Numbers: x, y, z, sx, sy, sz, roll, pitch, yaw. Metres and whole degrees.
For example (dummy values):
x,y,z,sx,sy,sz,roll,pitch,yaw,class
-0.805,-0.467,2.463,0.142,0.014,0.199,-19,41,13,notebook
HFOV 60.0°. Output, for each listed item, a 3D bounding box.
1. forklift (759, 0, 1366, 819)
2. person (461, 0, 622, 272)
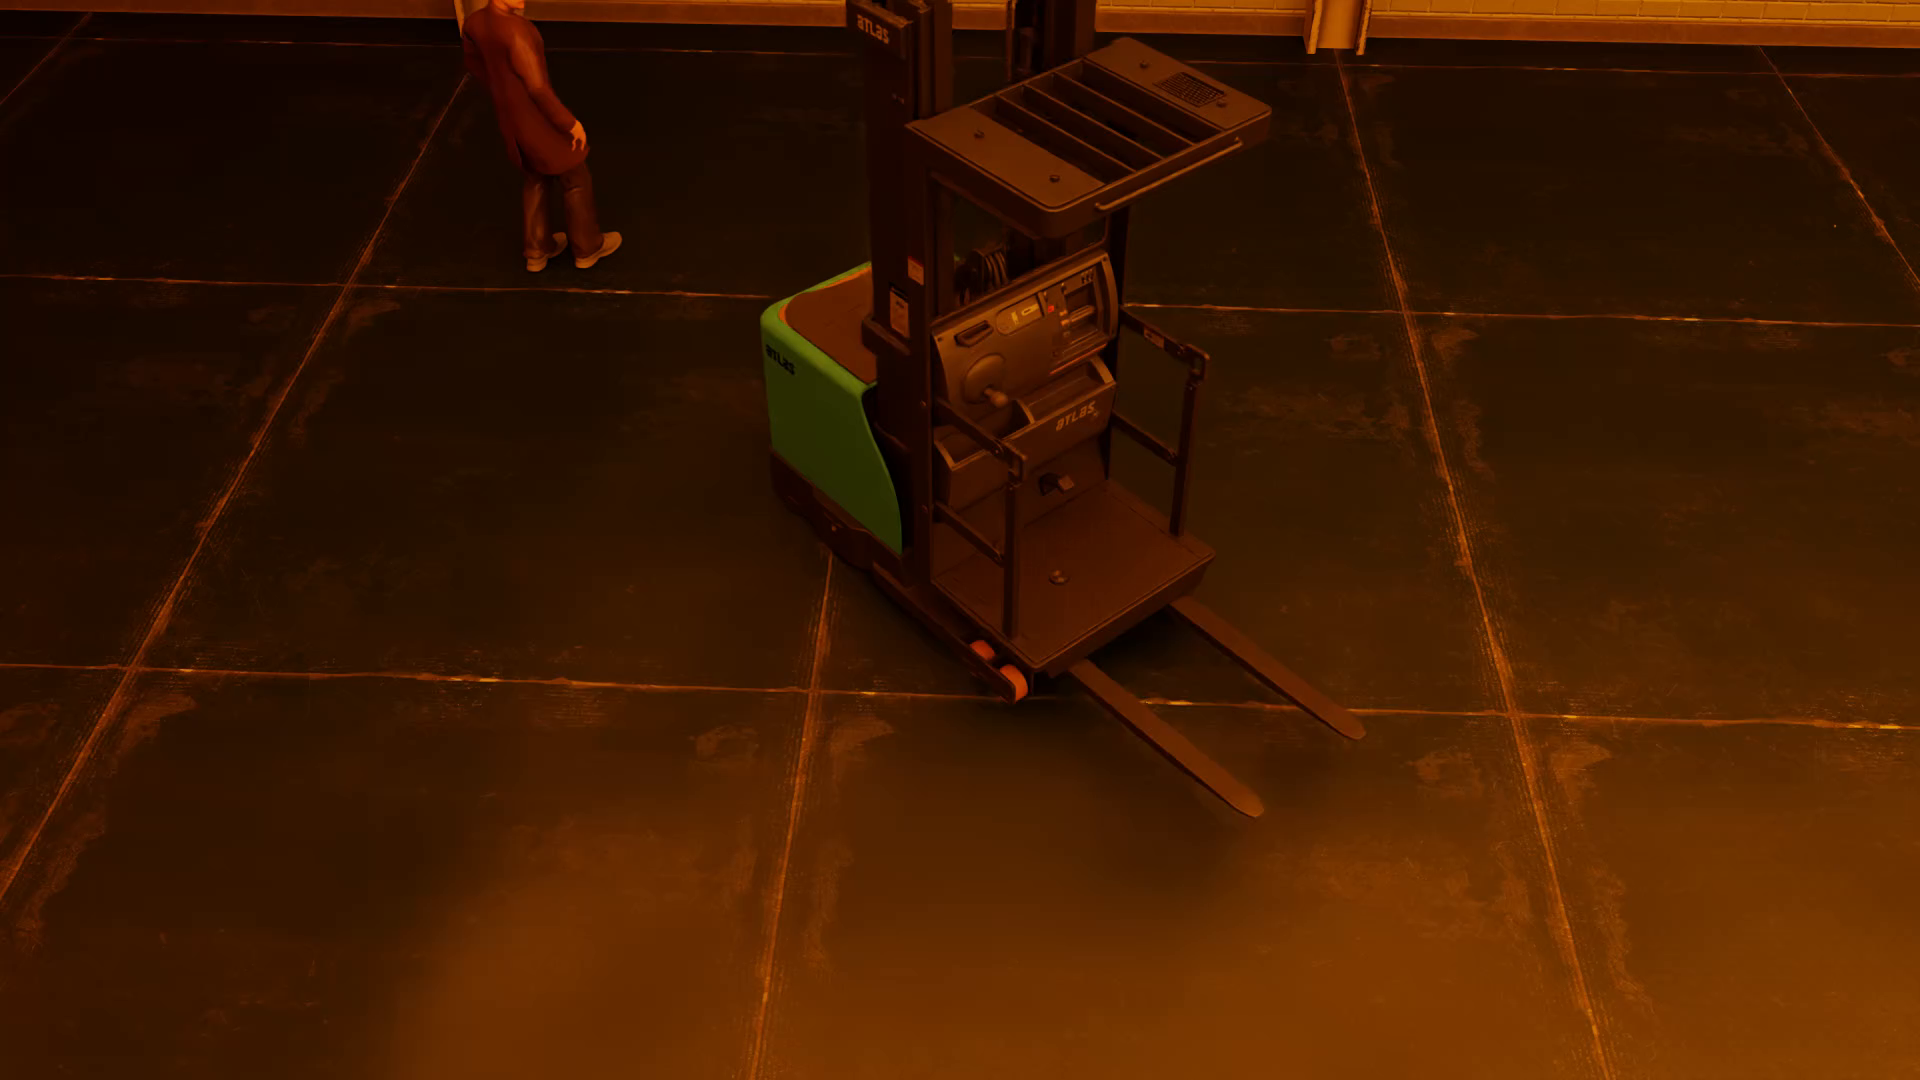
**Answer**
x,y,z,sx,sy,sz,roll,pitch,yaw,class
0.415,-0.770,6.586,1.130,2.935,3.031,-30,50,-28,forklift
-2.303,-2.337,9.169,0.787,1.765,0.561,27,49,26,person
